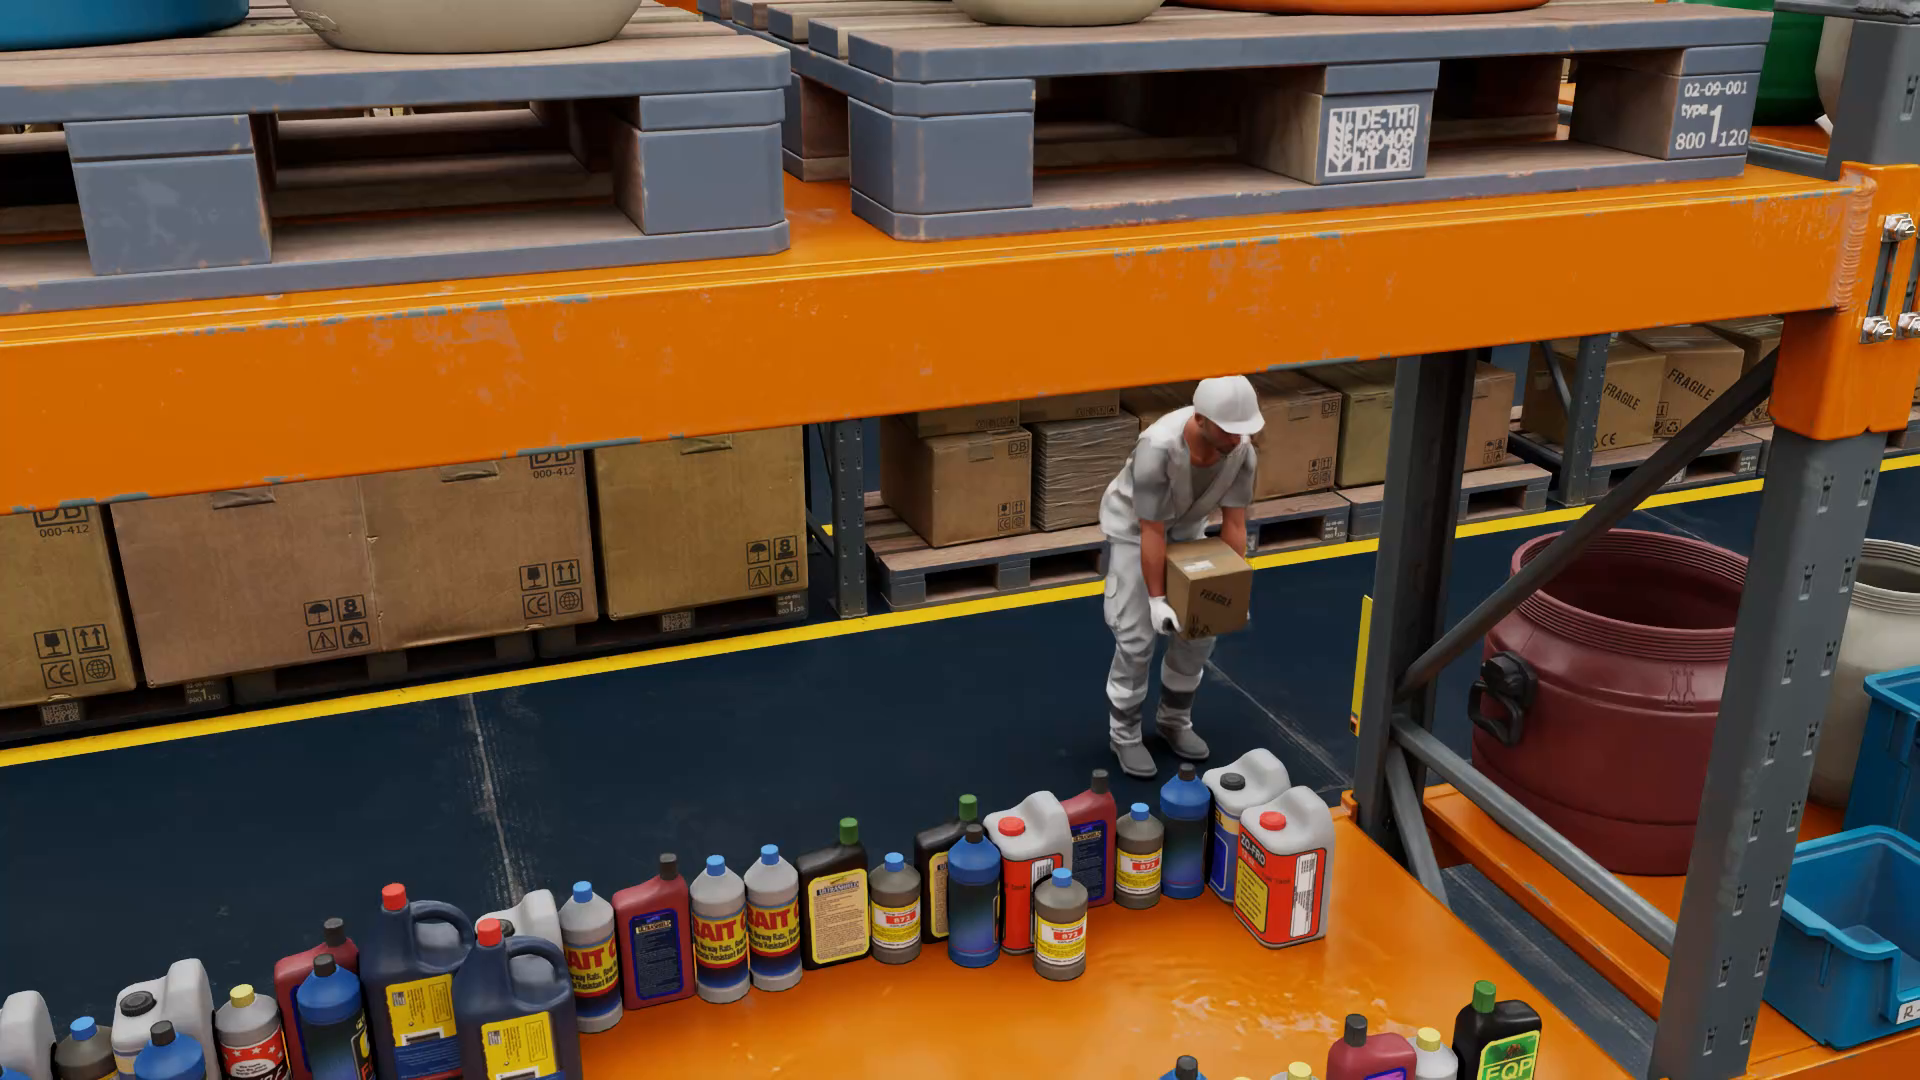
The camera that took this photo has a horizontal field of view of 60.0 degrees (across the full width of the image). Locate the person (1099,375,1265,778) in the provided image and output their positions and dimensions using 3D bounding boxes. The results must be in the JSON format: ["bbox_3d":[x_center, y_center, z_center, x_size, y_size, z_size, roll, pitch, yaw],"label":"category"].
[{"bbox_3d":[0.801,0.111,5.998,0.484,1.628,0.736,-9,24,-20],"label":"person"}]
